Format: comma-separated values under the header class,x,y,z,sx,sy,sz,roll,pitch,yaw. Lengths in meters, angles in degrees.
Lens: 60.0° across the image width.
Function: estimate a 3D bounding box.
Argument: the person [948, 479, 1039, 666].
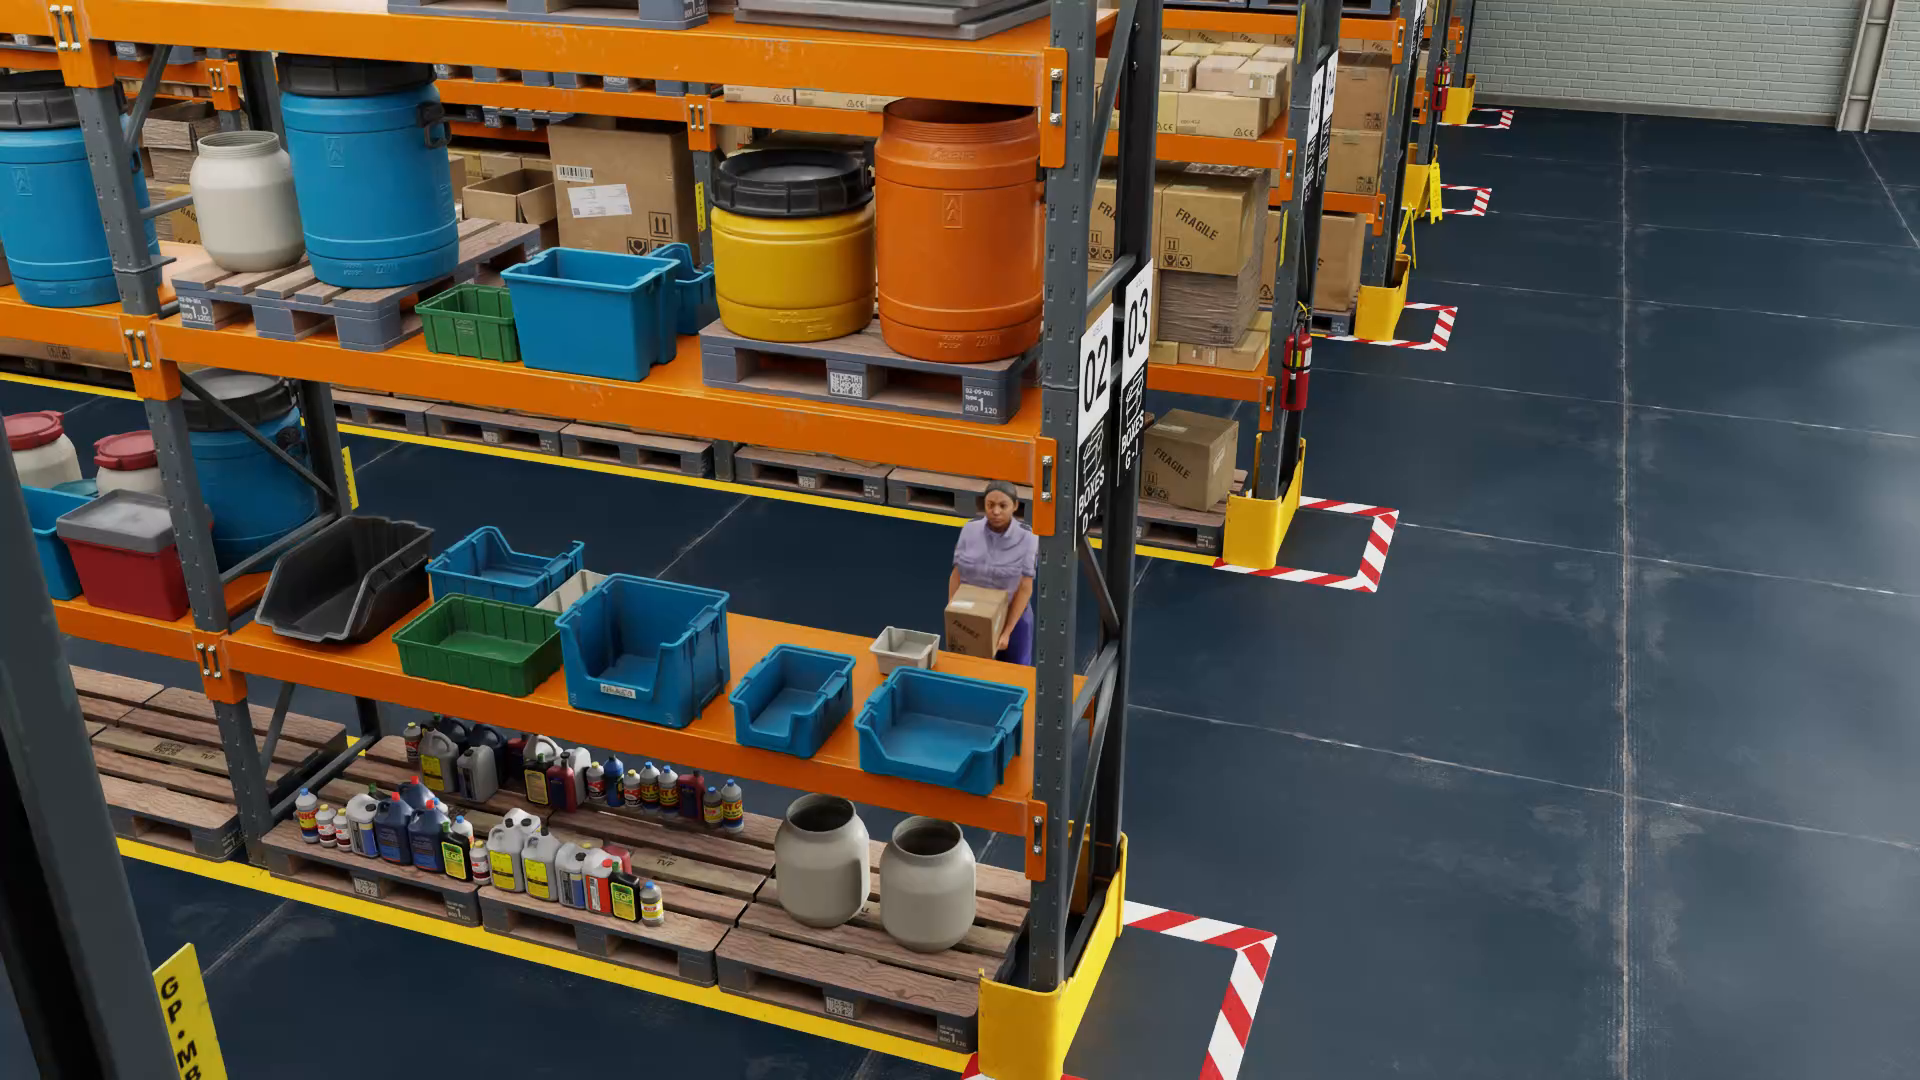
class,x,y,z,sx,sy,sz,roll,pitch,yaw
person,0.153,0.485,8.584,0.449,1.643,0.522,9,27,18
